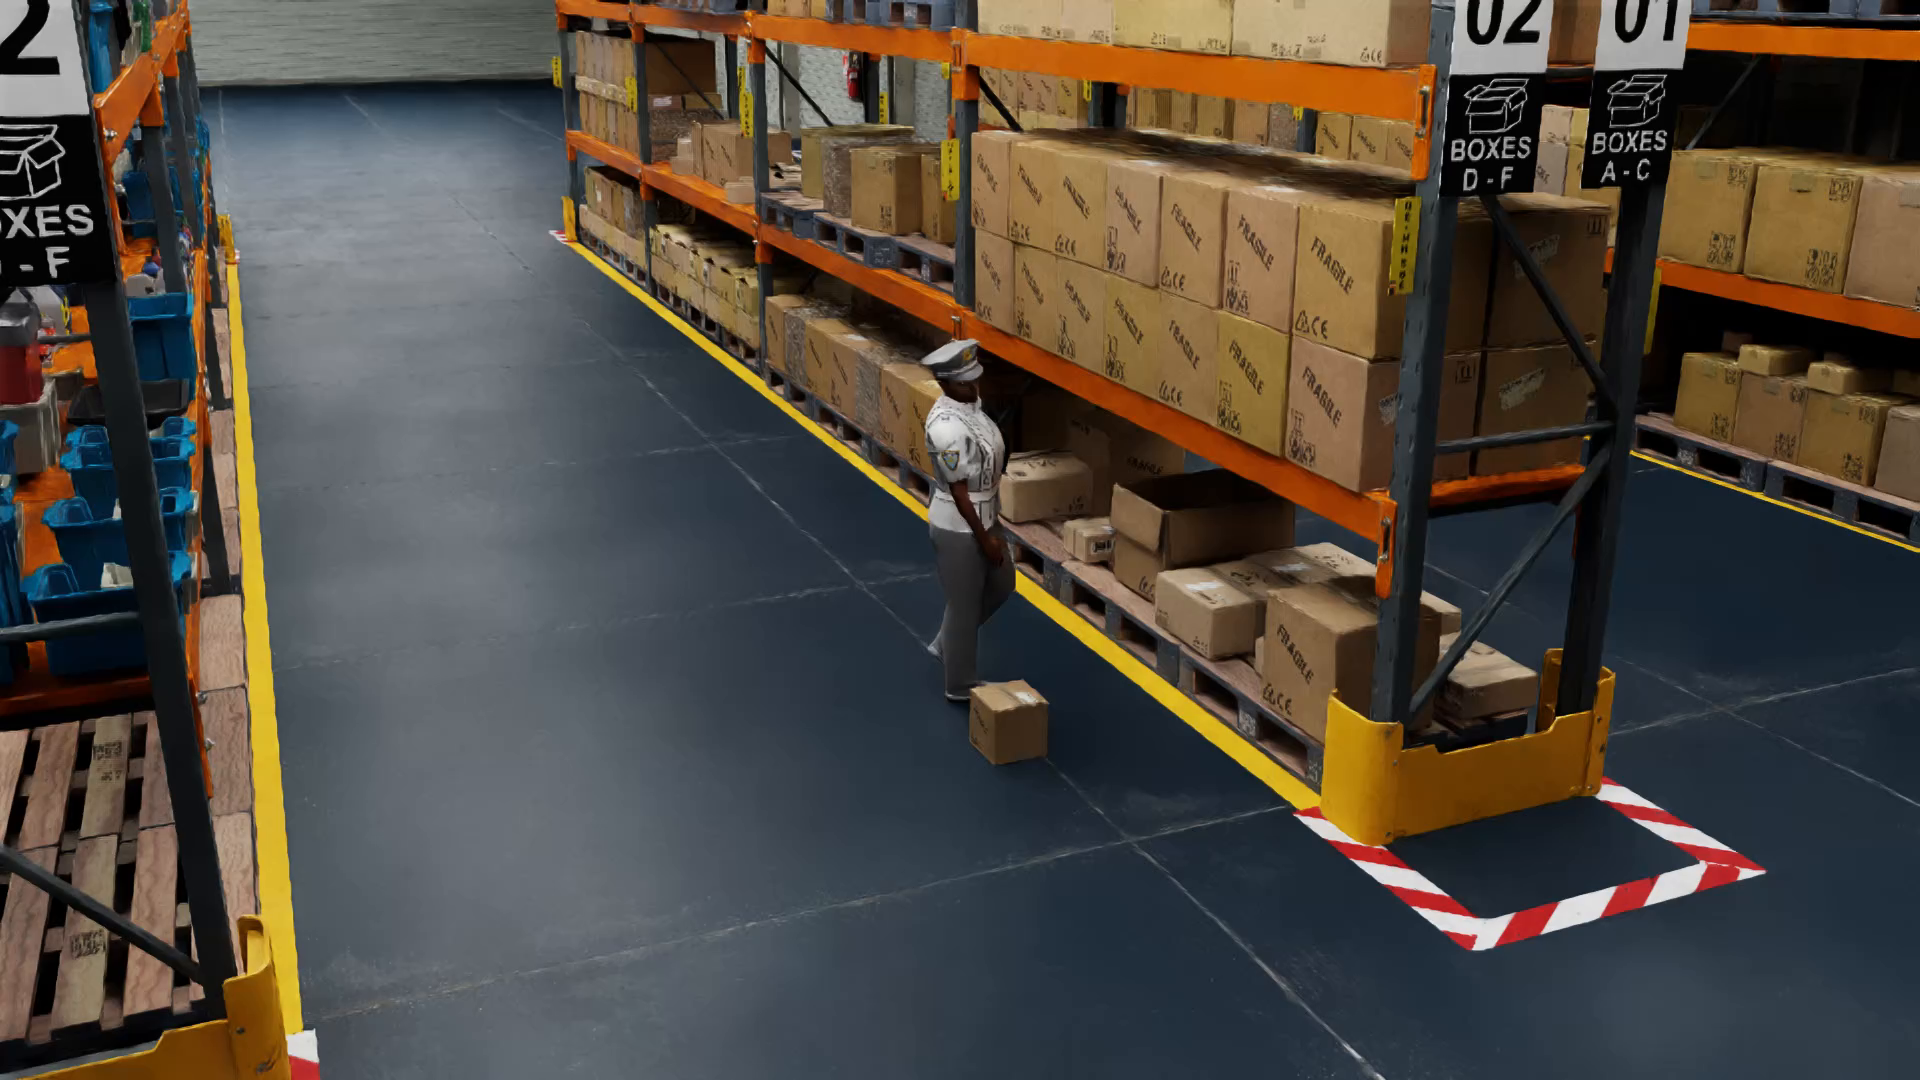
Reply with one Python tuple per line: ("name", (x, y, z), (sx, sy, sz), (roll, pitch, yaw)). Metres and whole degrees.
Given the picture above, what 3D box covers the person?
("person", (0.026, -0.068, 7.249), (0.420, 1.681, 0.574), (4, 19, 11))
